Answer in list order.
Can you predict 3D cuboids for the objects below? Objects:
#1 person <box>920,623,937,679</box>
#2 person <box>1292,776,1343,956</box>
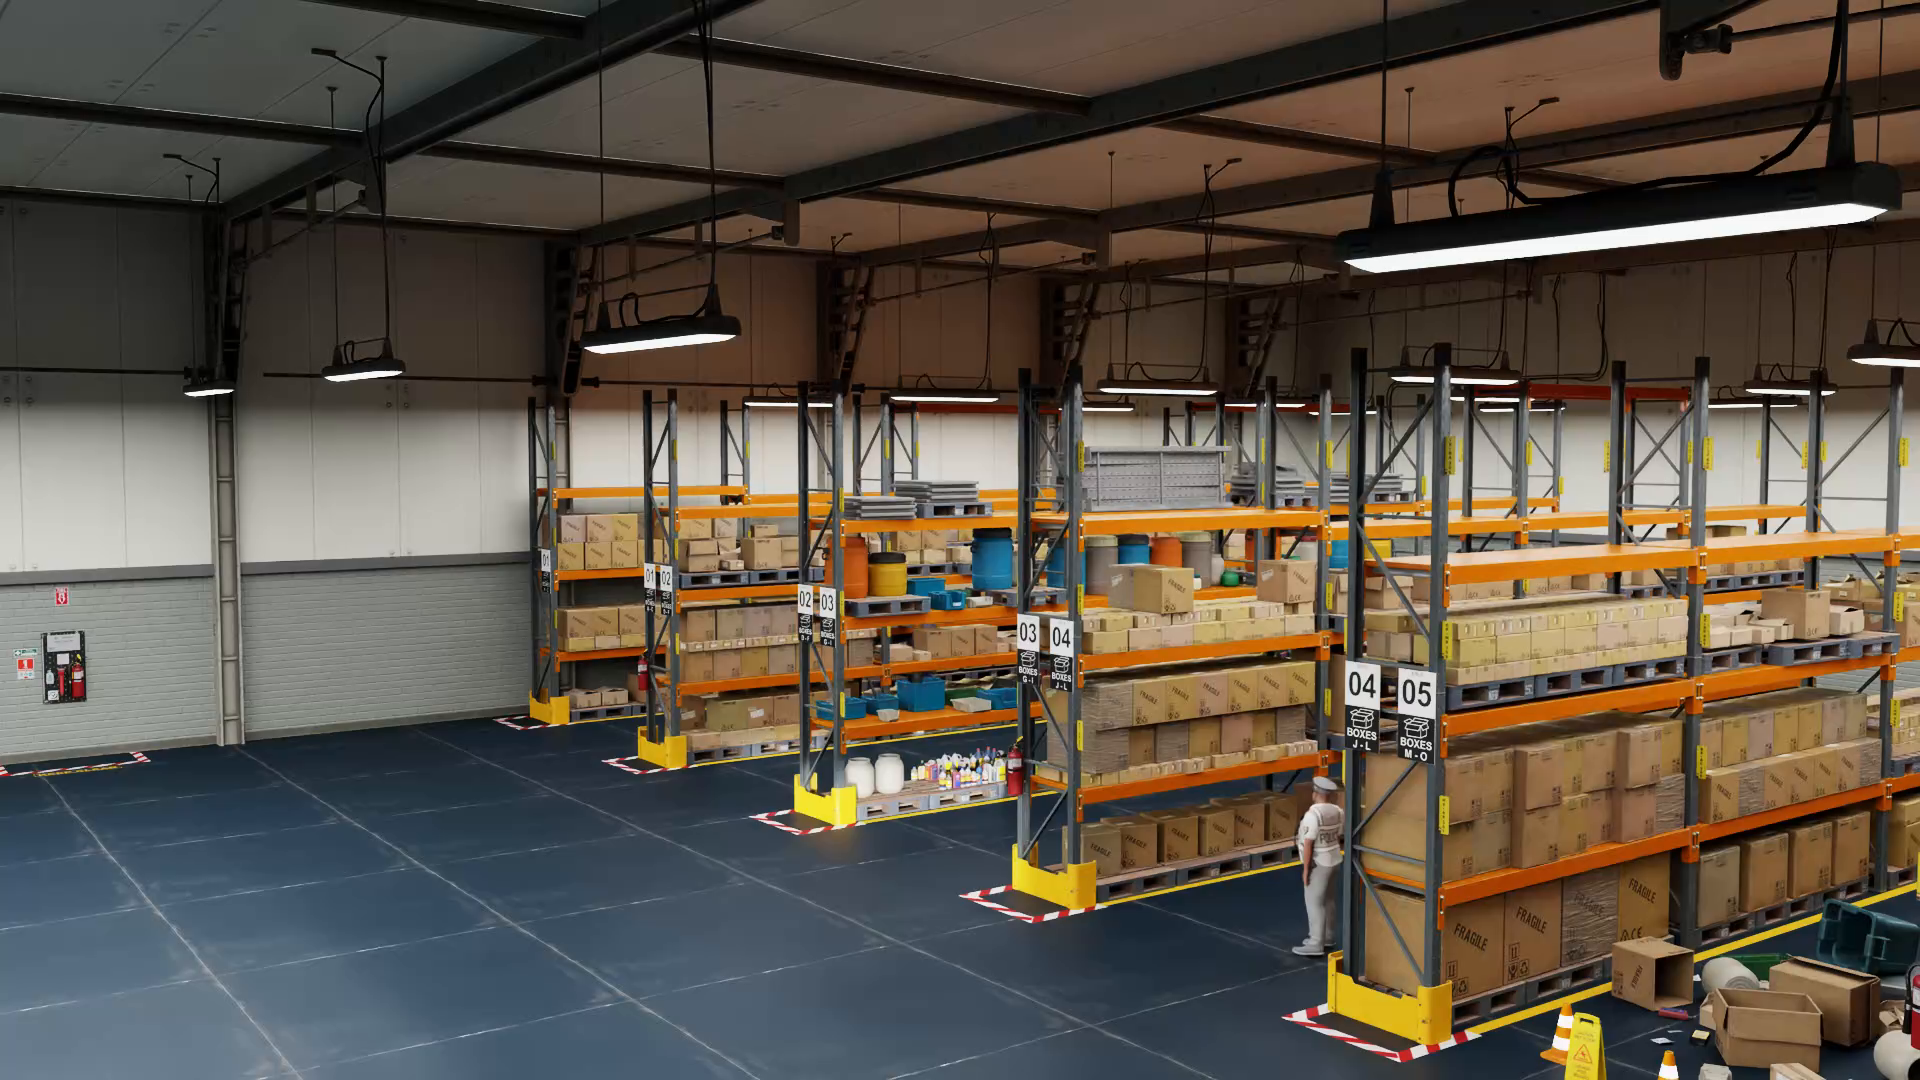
[{"bbox_3d":[-0.625,2.078,33.881,0.437,1.702,0.471,0,3,5],"label":"person"},{"bbox_3d":[3.621,3.278,16.806,0.427,1.777,0.573,2,4,34],"label":"person"}]
